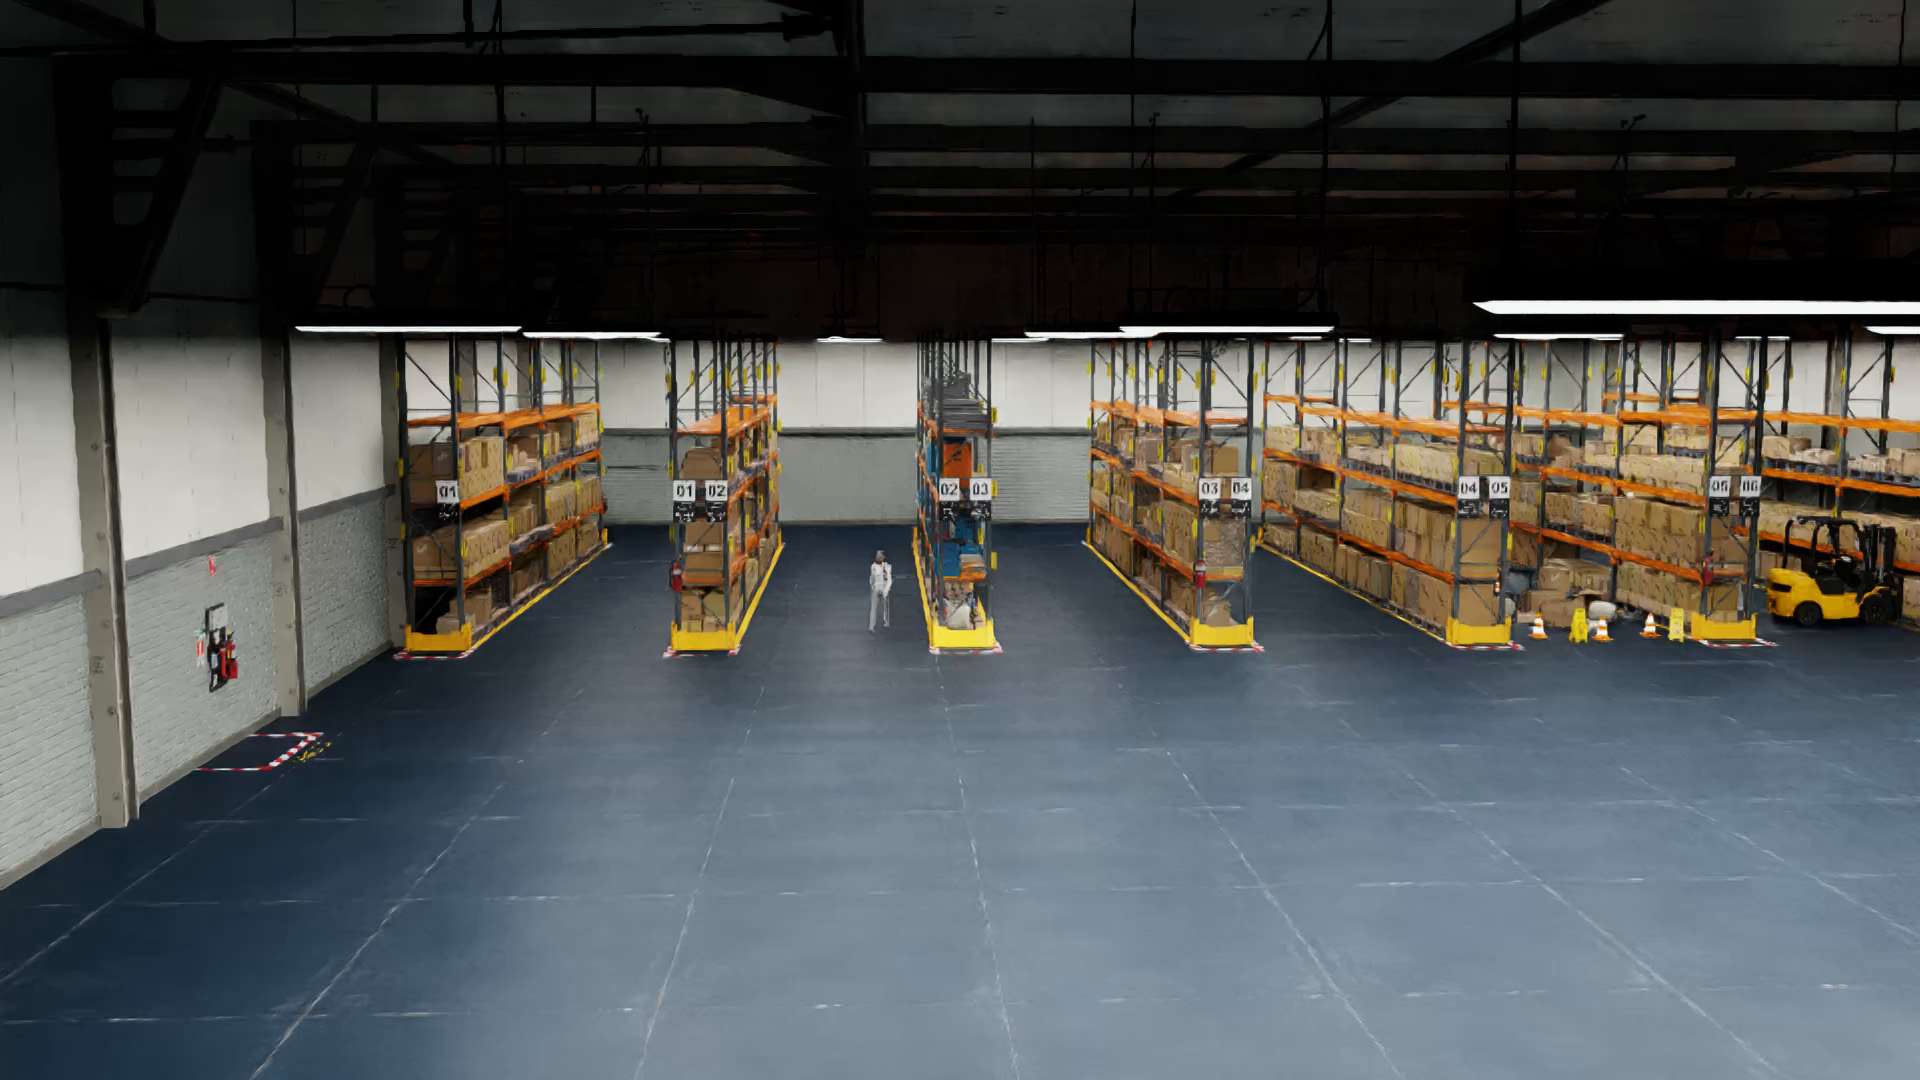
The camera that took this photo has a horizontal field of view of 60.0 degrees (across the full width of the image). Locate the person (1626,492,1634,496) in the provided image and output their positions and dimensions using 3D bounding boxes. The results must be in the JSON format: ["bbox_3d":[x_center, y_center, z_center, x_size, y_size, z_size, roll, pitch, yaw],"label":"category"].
[{"bbox_3d":[17.750,-0.383,44.181,0.544,1.788,0.625,2,7,14],"label":"person"}]

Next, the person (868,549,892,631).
[{"bbox_3d":[-1.582,0.982,33.297,0.480,1.621,0.989,1,7,6],"label":"person"}]

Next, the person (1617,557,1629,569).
[{"bbox_3d":[16.118,0.136,40.292,0.432,1.672,0.499,-5,8,-34],"label":"person"}]

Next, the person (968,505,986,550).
[{"bbox_3d":[0.479,-0.597,46.306,0.696,1.750,0.694,-1,7,-10],"label":"person"}]

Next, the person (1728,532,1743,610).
[{"bbox_3d":[16.698,0.653,35.900,0.477,1.675,0.487,3,8,27],"label":"person"}]
